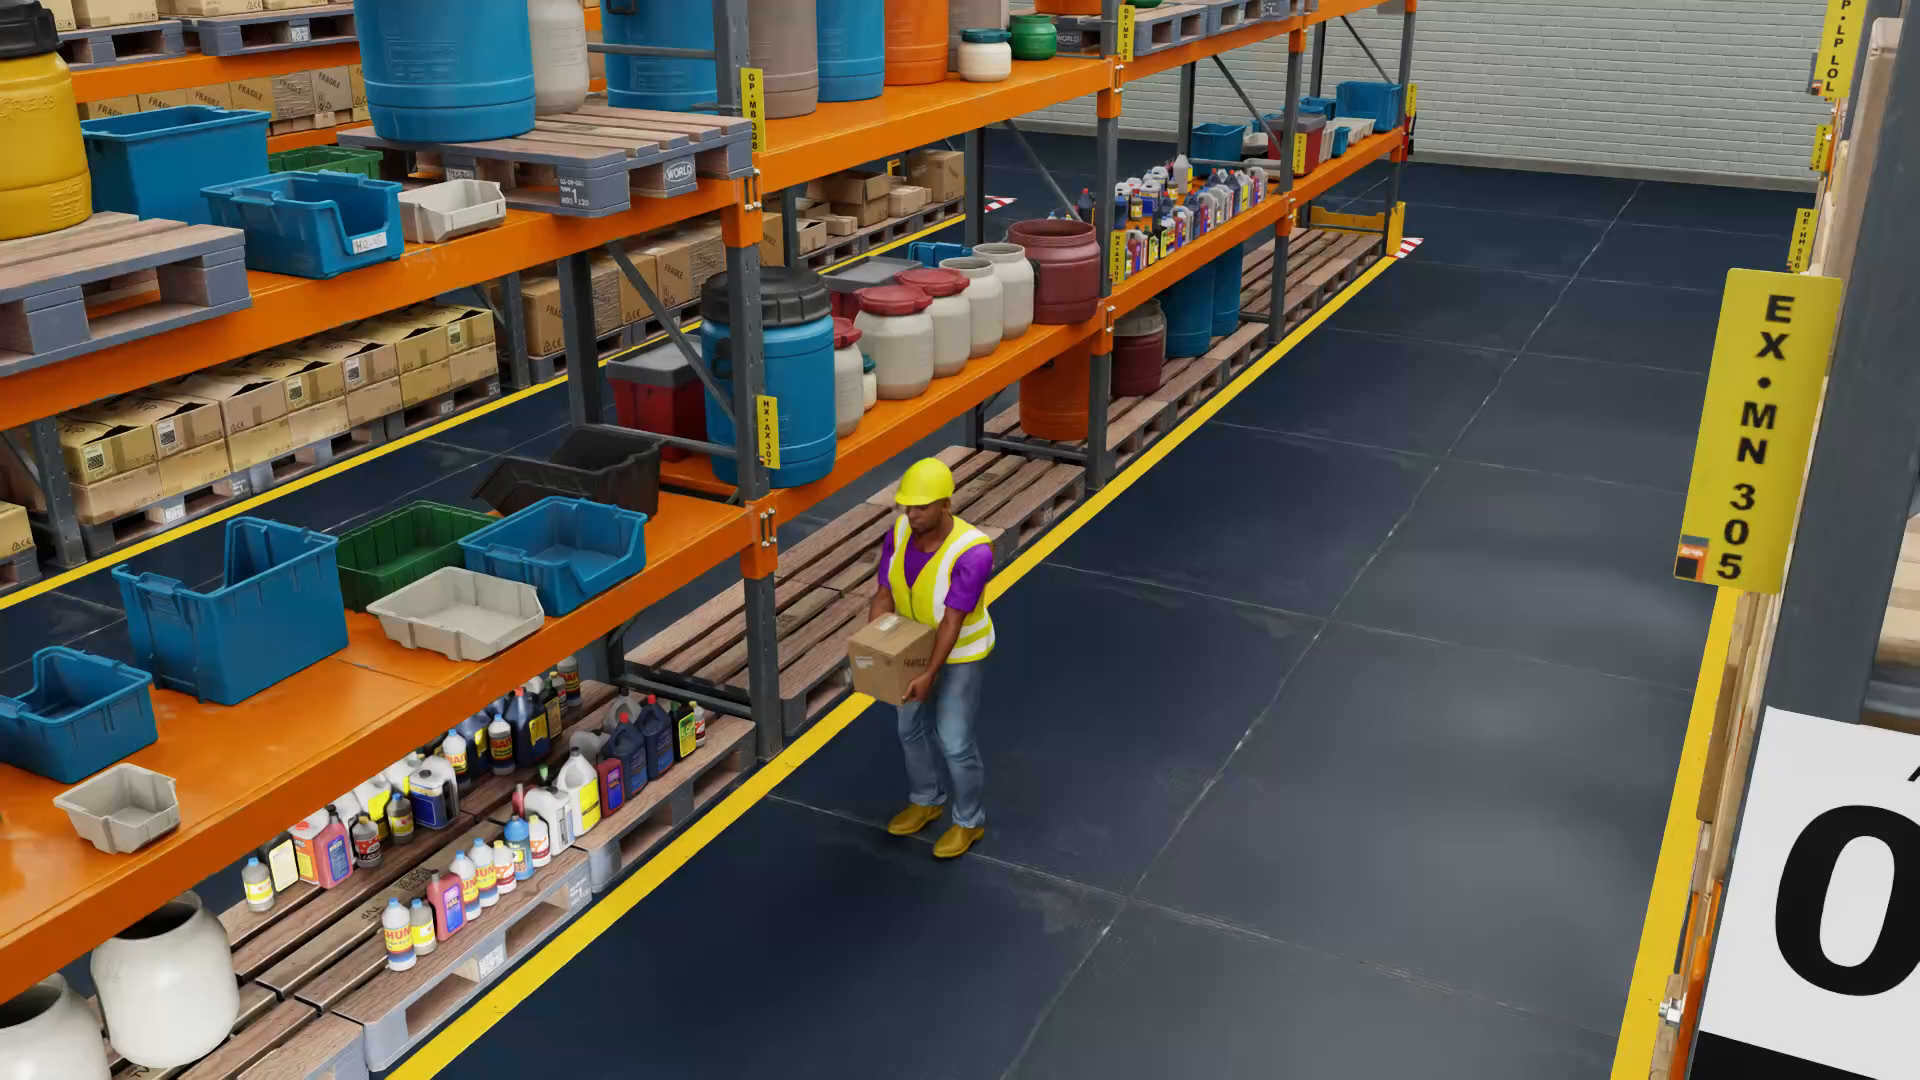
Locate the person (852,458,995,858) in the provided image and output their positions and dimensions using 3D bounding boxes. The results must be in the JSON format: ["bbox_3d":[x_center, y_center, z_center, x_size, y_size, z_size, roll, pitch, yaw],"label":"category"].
[{"bbox_3d":[-0.136,0.498,6.886,0.504,1.750,0.586,18,29,37],"label":"person"}]
